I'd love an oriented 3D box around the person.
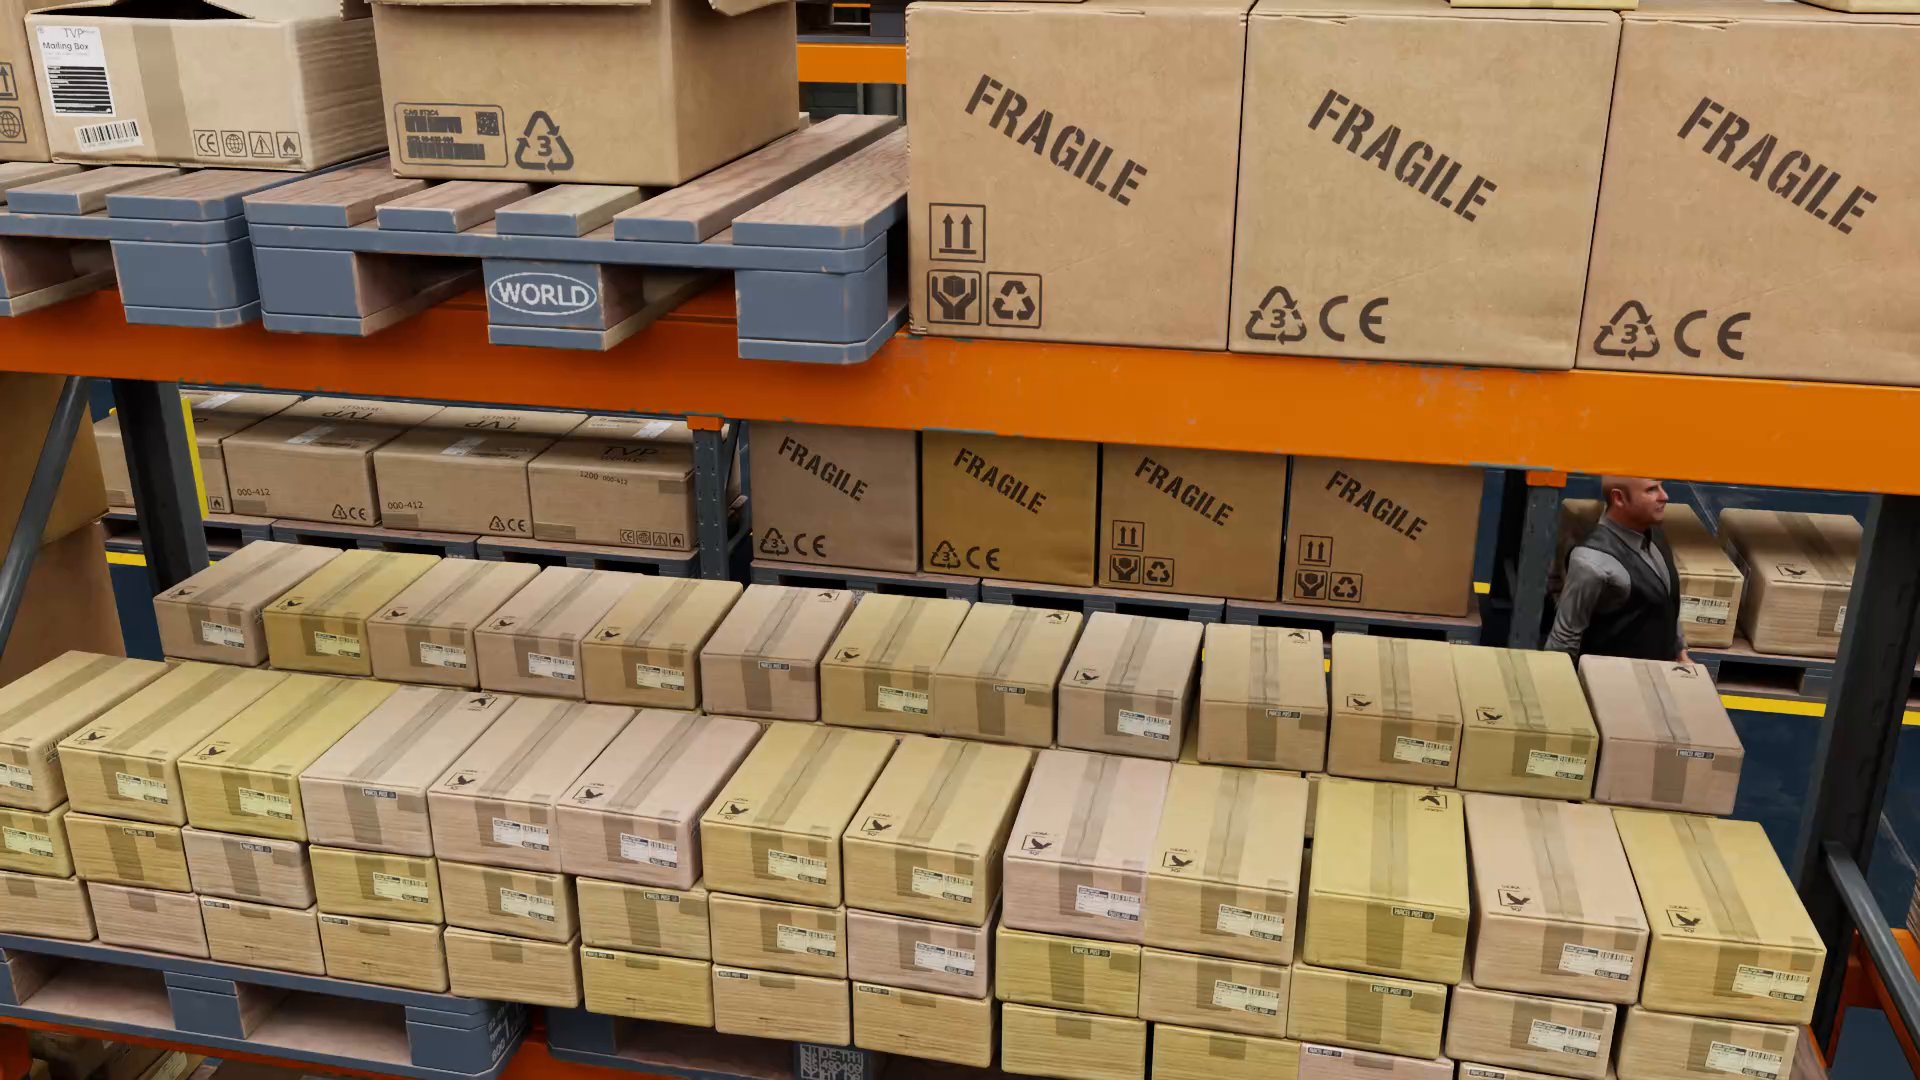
[{"bbox_3d":[2.294,0.498,5.847,1.012,1.680,0.545,15,26,34],"label":"person"}]
